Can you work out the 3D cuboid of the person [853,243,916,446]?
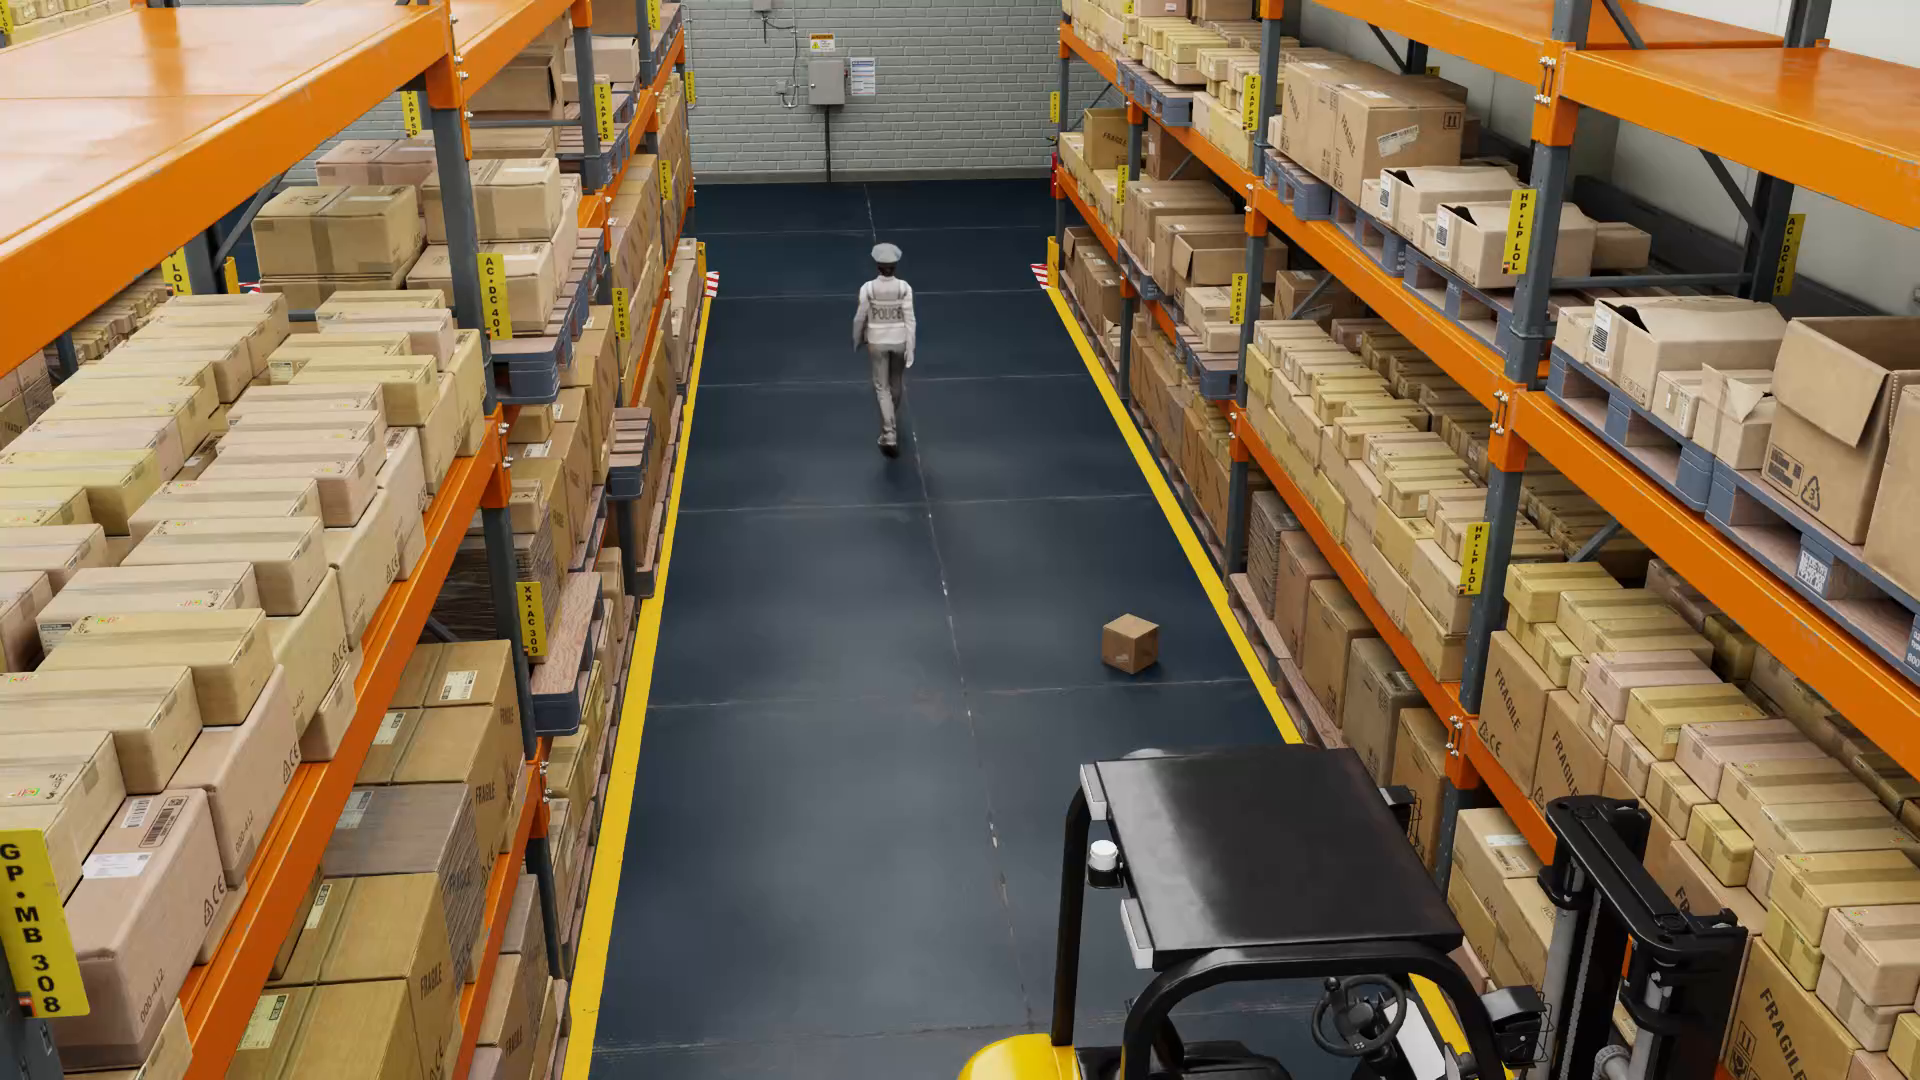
[{"bbox_3d":[-0.631,-1.646,13.786,0.495,1.631,1.016,-6,25,-14],"label":"person"}]
